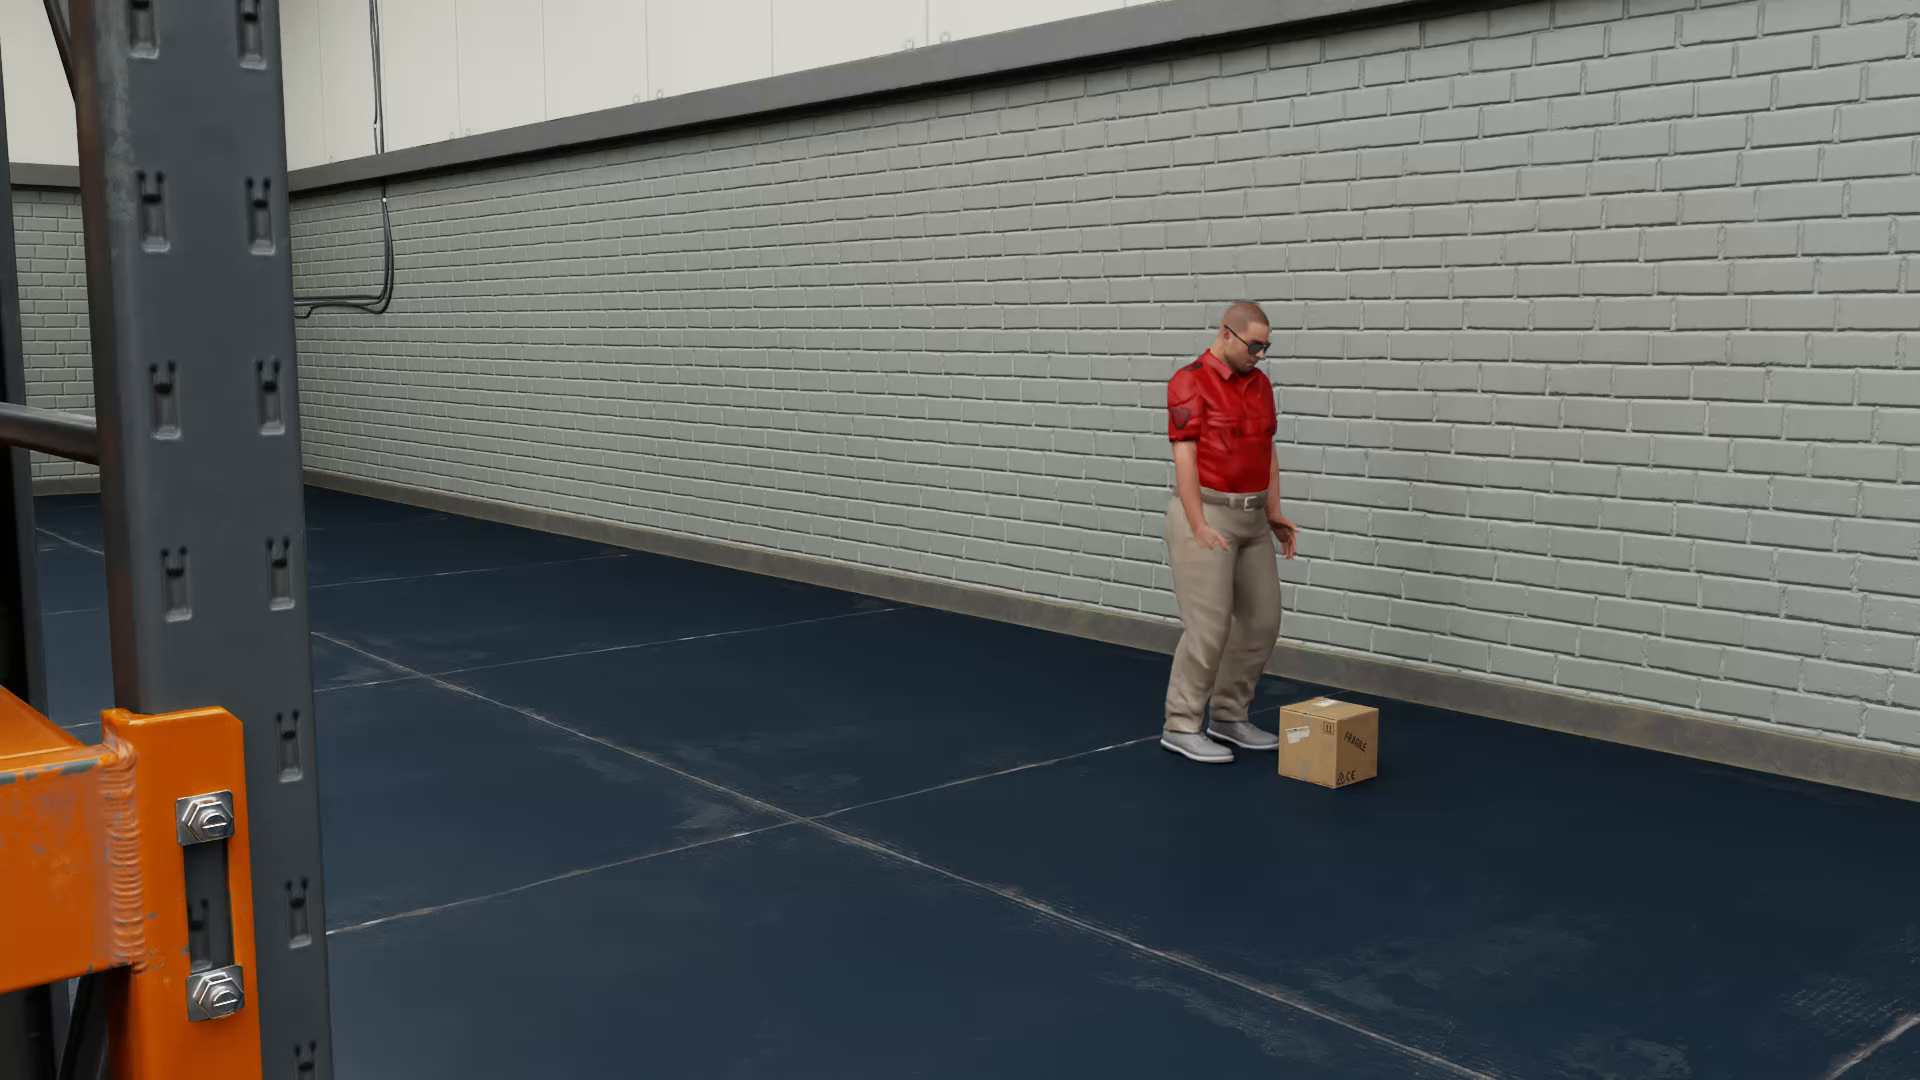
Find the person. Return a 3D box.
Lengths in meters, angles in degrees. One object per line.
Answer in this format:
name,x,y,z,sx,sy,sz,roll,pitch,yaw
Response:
person,1.010,-0.039,6.288,0.544,1.704,0.376,-6,10,-40
